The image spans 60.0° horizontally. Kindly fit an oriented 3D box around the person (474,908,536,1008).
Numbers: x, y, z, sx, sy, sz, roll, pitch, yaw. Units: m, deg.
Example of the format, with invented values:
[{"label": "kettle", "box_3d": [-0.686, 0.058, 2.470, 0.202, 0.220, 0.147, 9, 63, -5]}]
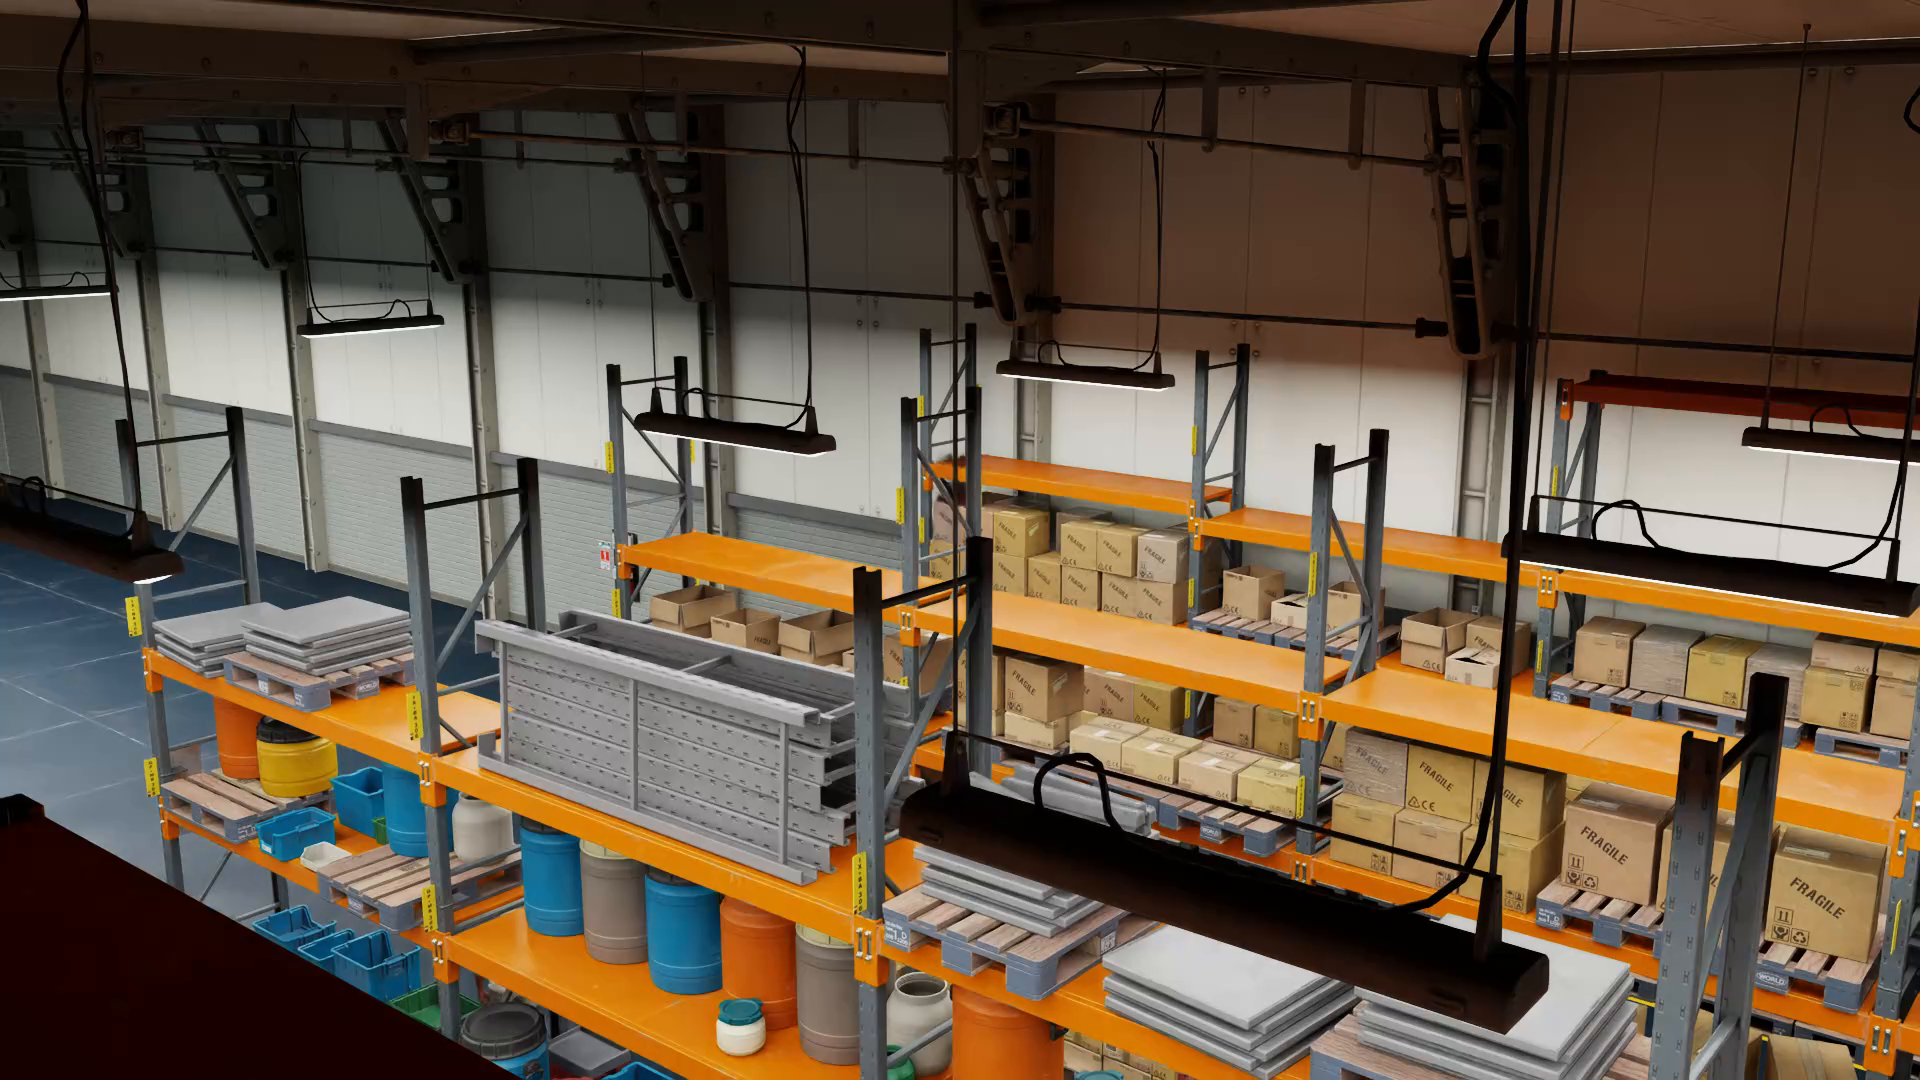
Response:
[{"label": "person", "box_3d": [-4.025, 3.935, 14.902, 0.986, 1.729, 0.694, 12, 17, 42]}]
